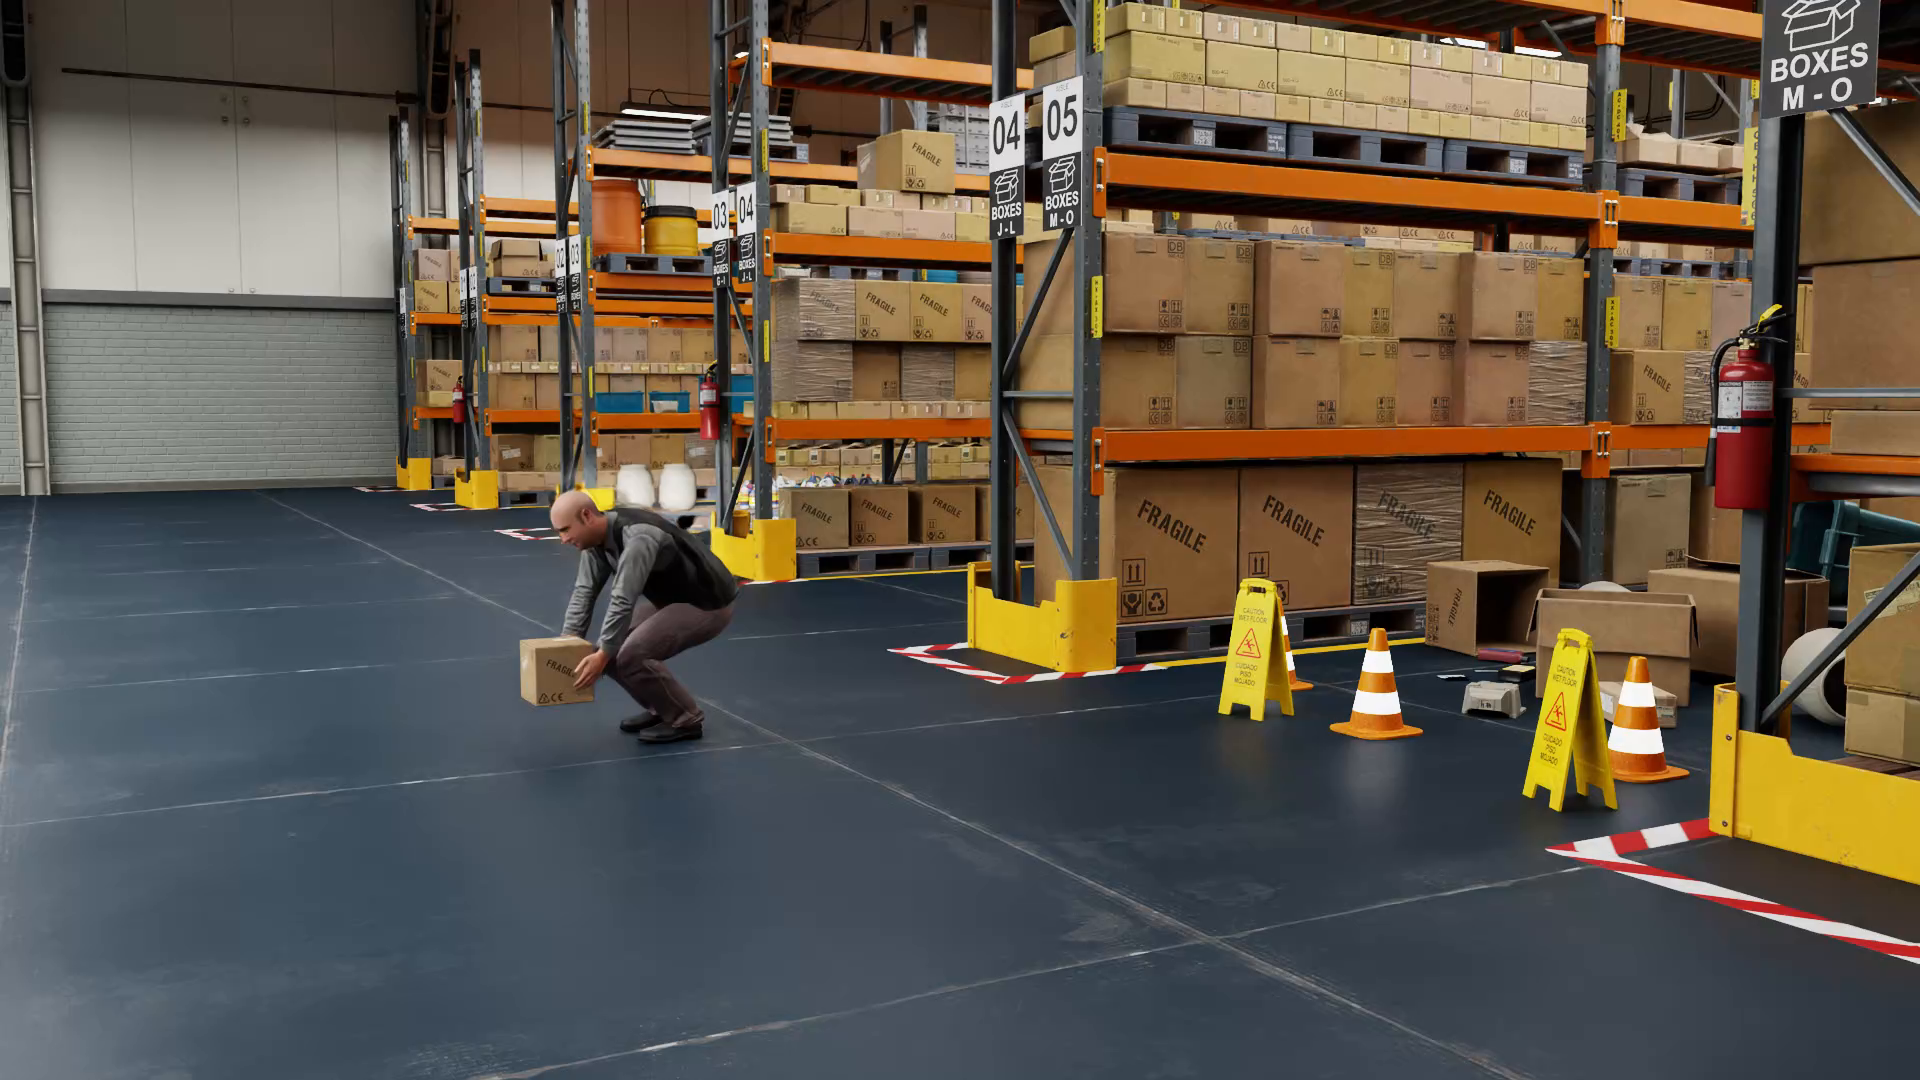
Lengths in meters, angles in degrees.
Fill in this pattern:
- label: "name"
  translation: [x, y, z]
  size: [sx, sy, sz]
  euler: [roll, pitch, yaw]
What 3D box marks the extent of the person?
- label: "person"
  translation: [-1.373, 0.323, 7.259]
  size: [0.824, 1.104, 0.561]
  euler: [-3, 6, -29]
